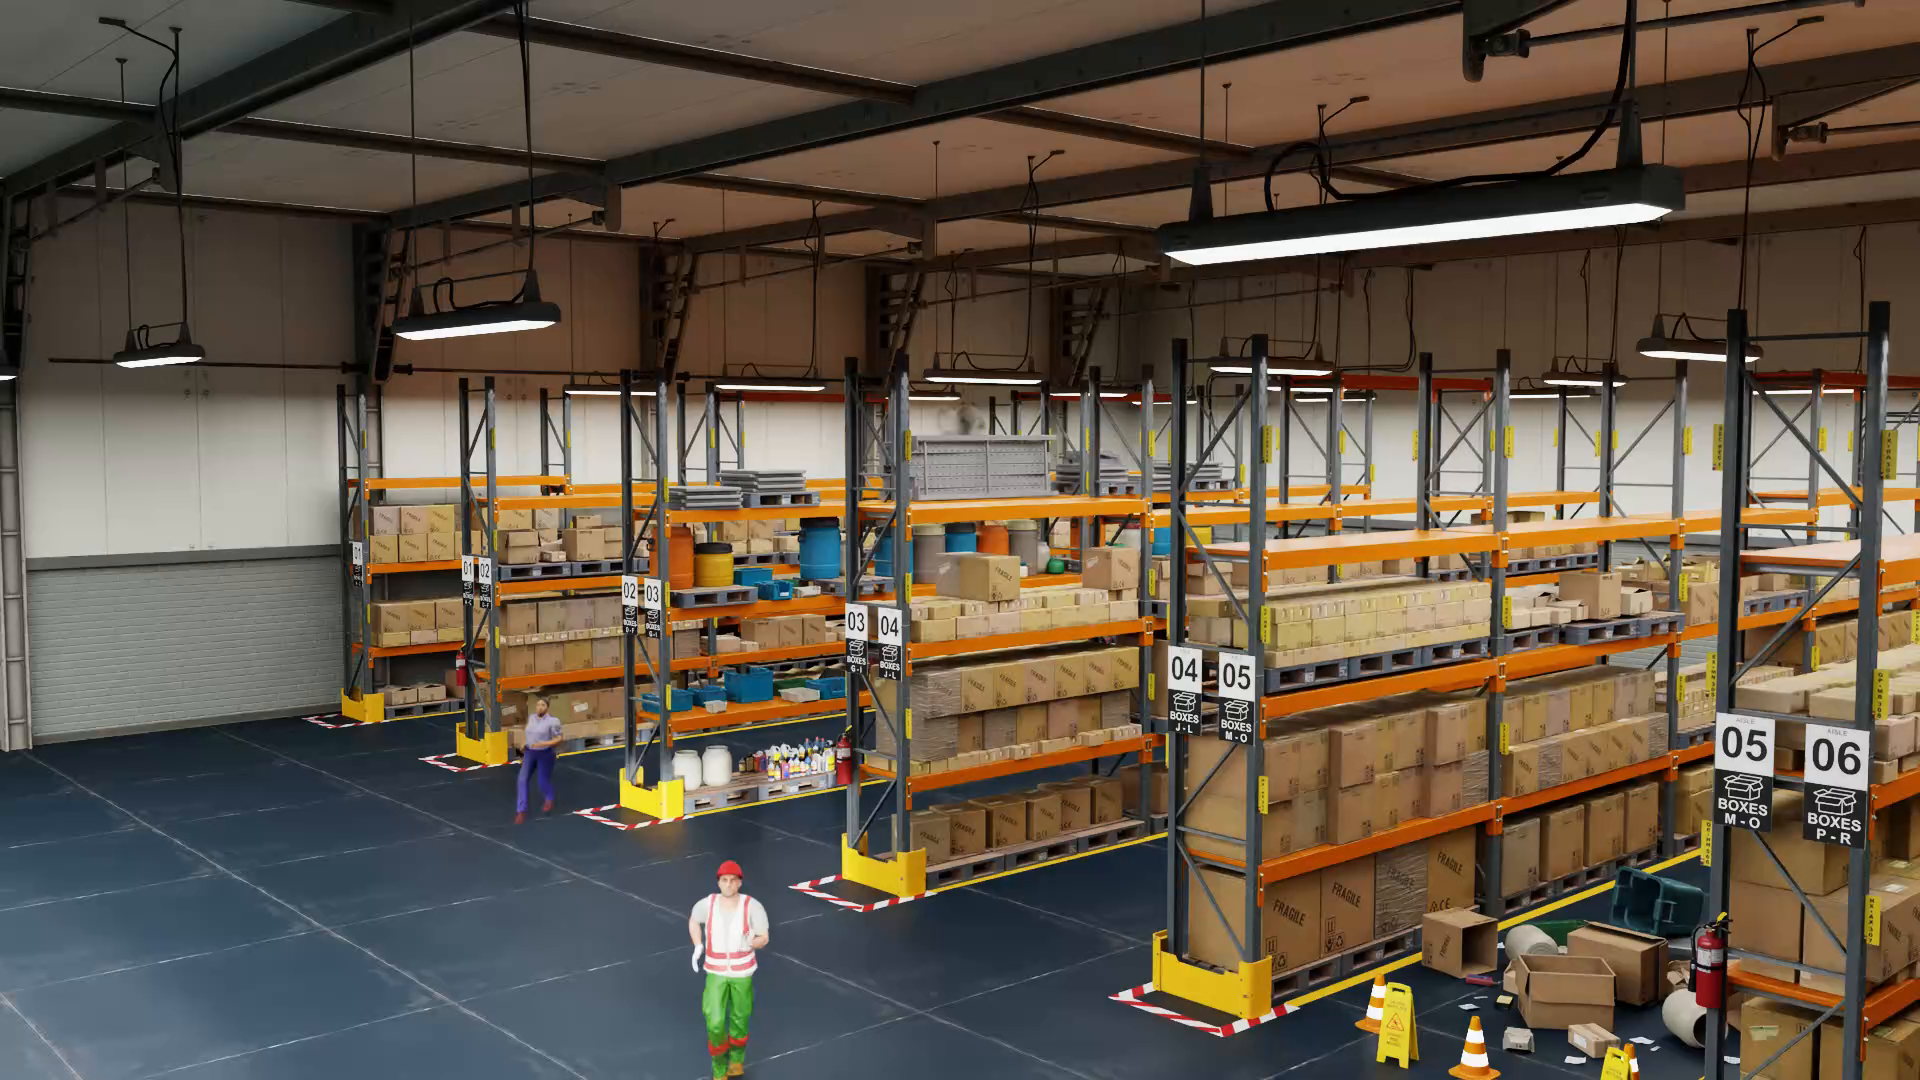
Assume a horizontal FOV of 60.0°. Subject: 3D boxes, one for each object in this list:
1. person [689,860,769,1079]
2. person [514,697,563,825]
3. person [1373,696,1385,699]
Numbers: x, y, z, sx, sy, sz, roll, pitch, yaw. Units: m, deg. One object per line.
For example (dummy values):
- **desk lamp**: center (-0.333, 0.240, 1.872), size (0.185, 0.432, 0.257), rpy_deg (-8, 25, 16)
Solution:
- **person**: center (-1.808, 3.424, 13.000), size (0.634, 1.835, 0.709), rpy_deg (0, 4, -6)
- **person**: center (-5.565, 2.917, 22.151), size (0.626, 1.661, 0.850), rpy_deg (1, 4, 13)
- **person**: center (5.547, 2.849, 22.012), size (0.710, 1.750, 0.888), rpy_deg (3, 5, 38)
